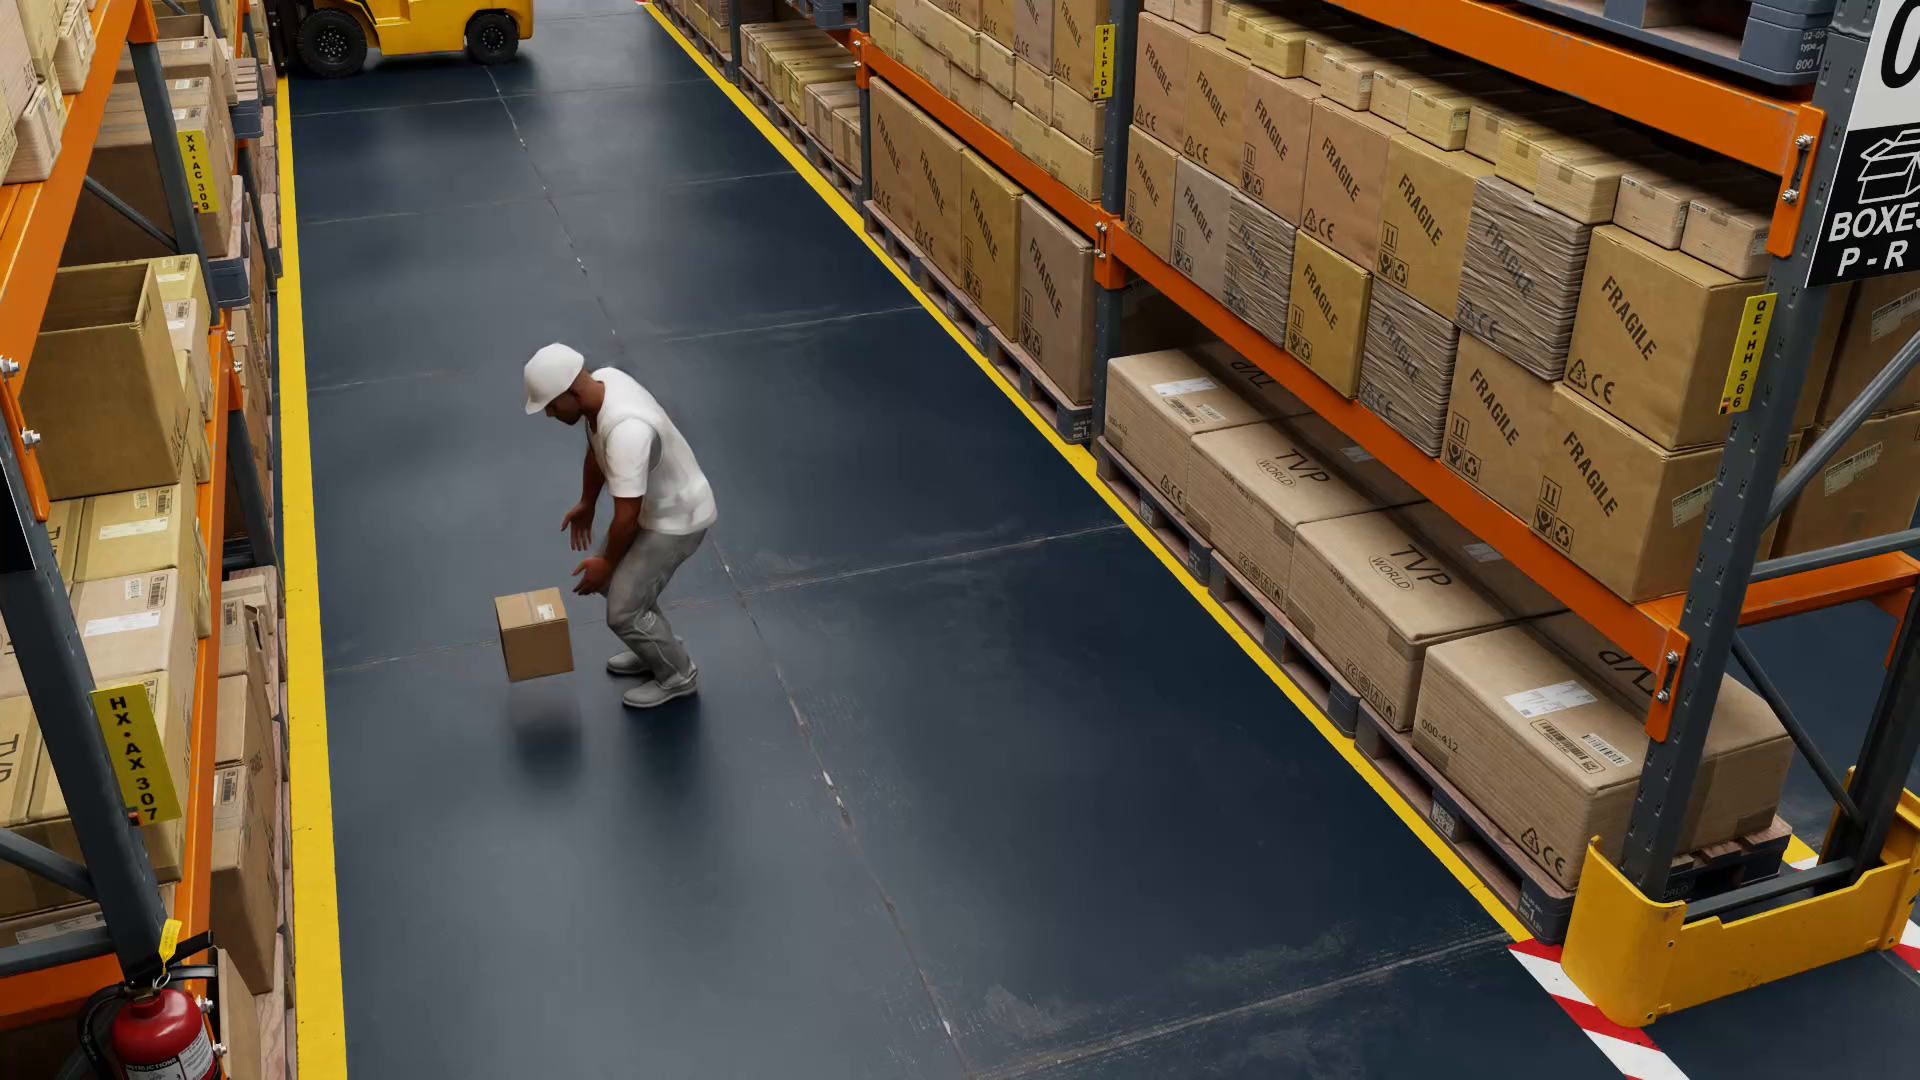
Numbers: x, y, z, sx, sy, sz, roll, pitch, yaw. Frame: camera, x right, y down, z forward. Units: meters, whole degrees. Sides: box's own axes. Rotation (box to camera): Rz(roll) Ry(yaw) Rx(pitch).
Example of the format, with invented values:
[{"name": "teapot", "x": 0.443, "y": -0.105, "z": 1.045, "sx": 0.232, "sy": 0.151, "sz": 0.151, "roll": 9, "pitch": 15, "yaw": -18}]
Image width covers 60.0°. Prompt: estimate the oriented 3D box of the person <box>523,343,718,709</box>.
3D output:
[{"name": "person", "x": -1.277, "y": -0.066, "z": 6.447, "sx": 0.666, "sy": 1.543, "sz": 0.625, "roll": -10, "pitch": 31, "yaw": -17}]
